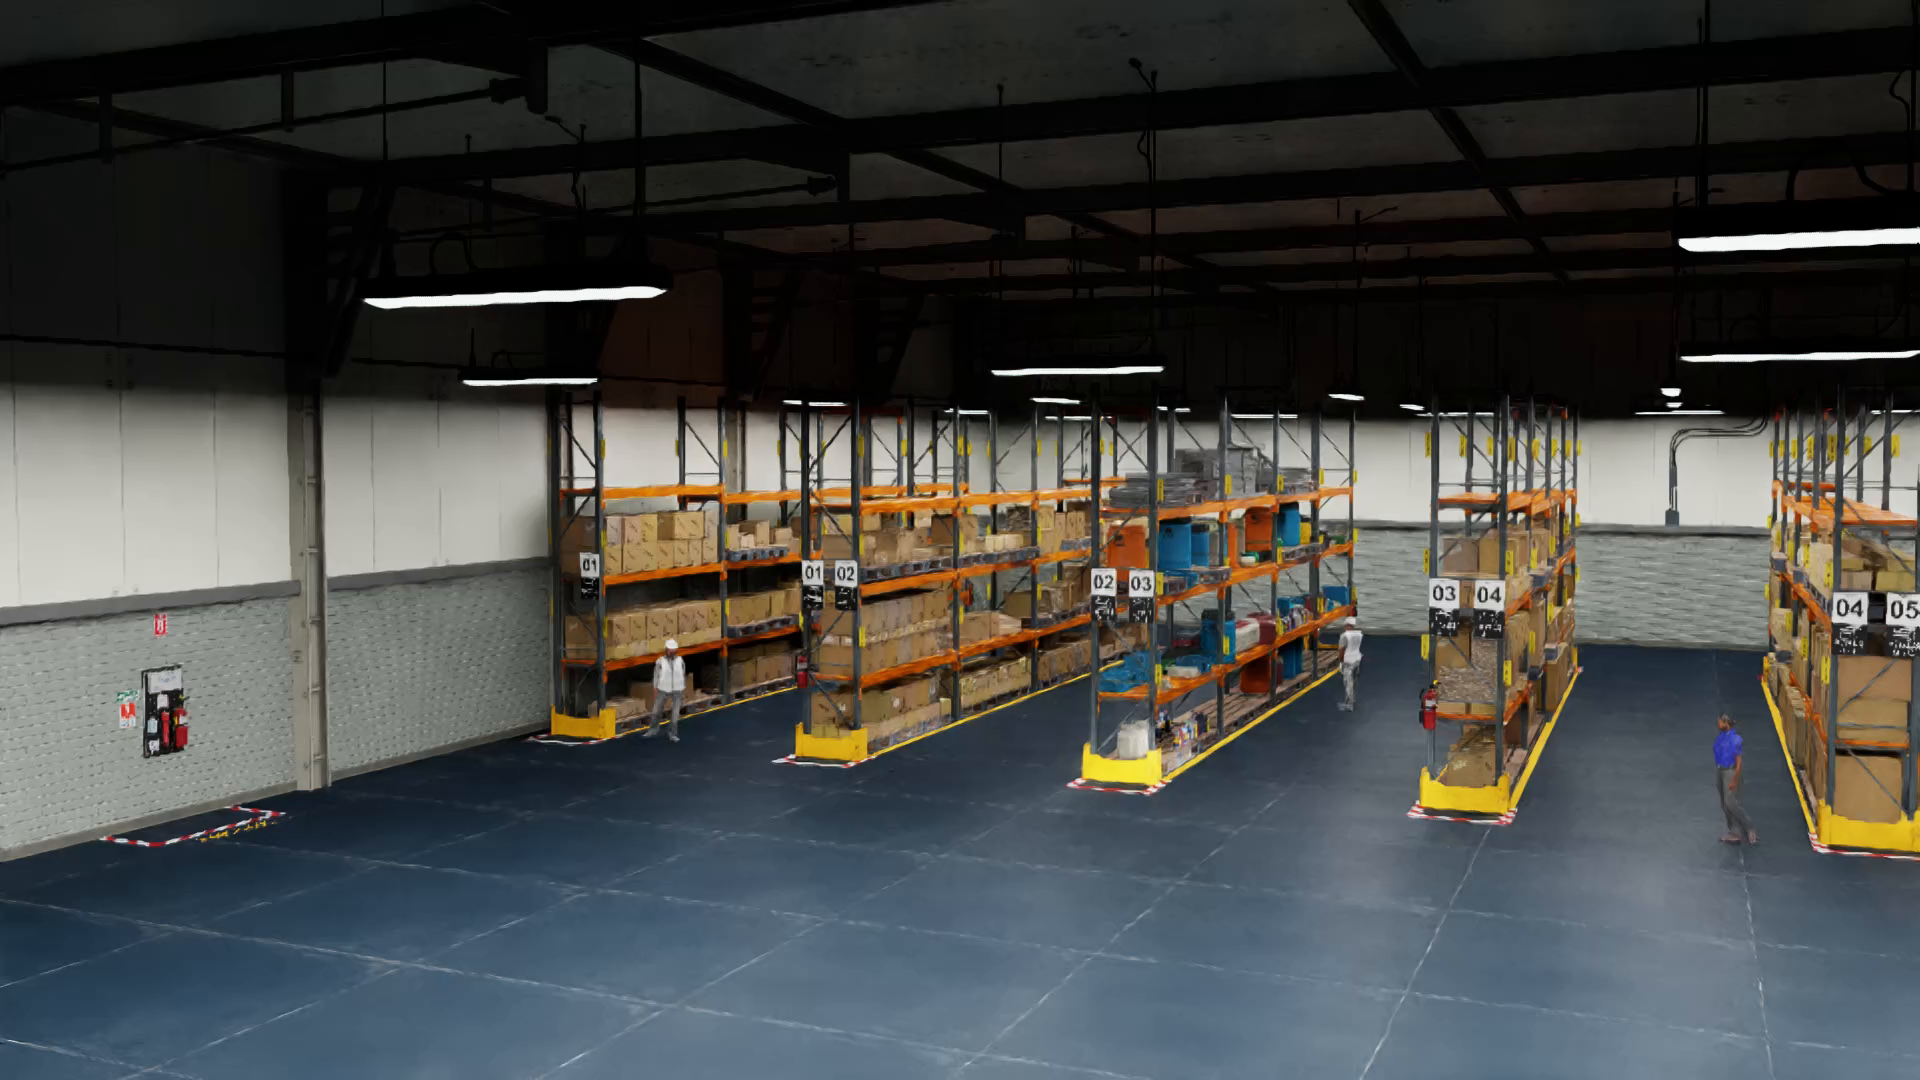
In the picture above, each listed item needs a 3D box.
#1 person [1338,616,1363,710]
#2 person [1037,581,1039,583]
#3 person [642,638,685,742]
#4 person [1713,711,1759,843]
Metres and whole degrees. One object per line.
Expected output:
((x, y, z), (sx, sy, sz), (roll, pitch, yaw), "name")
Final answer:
((7.420, 2.334, 31.855), (0.614, 1.784, 0.498), (-2, 4, -37), "person")
((1.971, 1.843, 42.696), (0.598, 1.619, 0.507), (1, 3, 21), "person")
((-5.051, 2.556, 28.372), (0.723, 1.759, 0.519), (-1, 3, -18), "person")
((9.819, 3.011, 21.048), (0.438, 1.637, 0.629), (0, 3, -6), "person")
